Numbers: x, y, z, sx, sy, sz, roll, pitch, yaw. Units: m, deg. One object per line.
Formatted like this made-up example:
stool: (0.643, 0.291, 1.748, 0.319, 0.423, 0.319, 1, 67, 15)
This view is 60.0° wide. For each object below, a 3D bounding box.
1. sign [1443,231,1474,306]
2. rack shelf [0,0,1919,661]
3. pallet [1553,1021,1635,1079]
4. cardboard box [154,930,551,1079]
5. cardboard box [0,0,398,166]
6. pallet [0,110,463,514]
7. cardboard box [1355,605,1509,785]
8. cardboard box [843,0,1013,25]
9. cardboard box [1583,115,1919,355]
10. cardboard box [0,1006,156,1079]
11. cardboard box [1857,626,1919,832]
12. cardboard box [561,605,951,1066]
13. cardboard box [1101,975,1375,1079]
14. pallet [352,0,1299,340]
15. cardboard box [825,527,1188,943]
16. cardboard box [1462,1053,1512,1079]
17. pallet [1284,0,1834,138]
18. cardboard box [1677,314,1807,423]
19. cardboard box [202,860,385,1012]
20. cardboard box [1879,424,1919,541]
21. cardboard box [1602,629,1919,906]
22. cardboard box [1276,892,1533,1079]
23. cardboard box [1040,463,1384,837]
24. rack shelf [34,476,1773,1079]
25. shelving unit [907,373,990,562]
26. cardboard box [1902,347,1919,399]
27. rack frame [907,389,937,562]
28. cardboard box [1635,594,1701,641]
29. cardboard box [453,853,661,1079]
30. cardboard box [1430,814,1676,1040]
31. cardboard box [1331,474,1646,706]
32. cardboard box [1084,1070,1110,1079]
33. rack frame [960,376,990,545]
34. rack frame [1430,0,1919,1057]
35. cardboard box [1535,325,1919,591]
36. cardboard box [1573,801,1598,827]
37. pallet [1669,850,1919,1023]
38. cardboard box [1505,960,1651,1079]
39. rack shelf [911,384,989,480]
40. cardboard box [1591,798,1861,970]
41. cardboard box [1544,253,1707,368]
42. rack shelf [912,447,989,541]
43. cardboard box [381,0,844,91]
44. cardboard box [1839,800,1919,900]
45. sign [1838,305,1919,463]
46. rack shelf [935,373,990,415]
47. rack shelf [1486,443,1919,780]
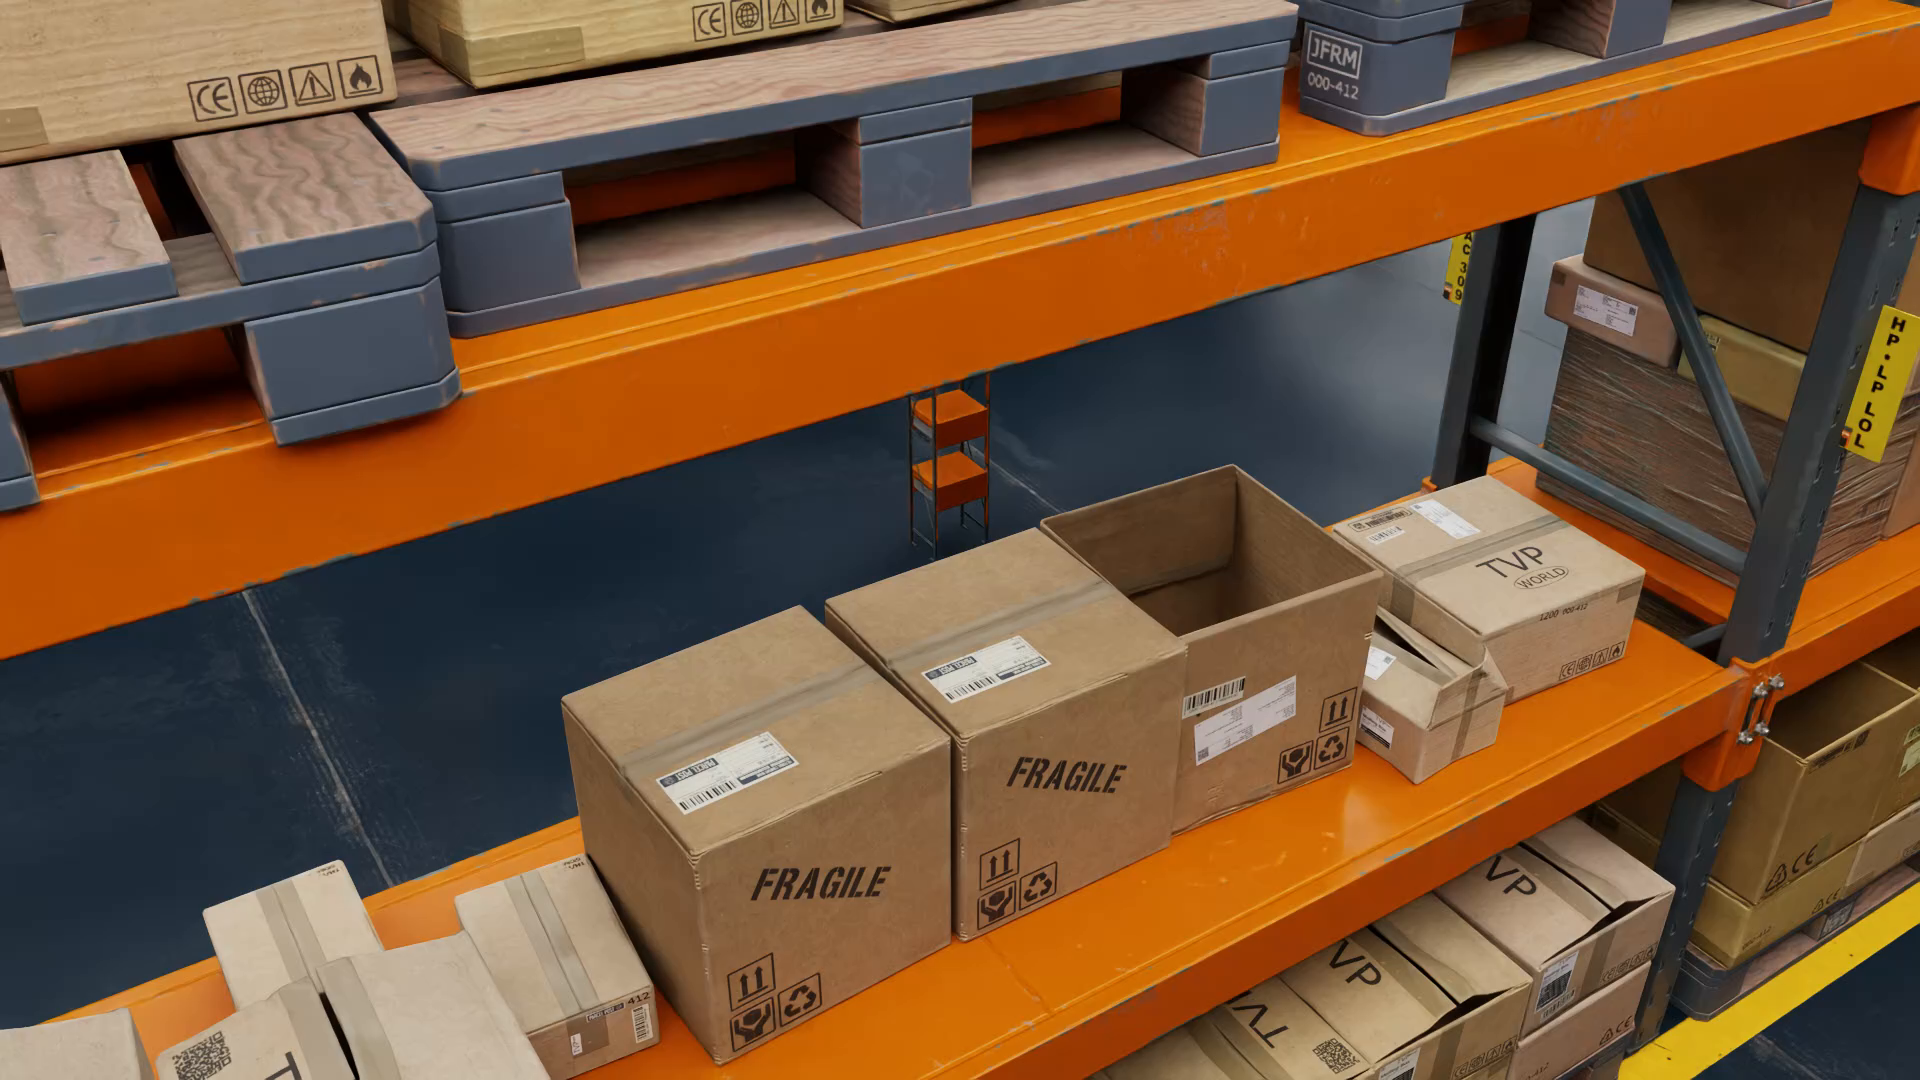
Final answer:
sign: (1.297, -0.753, 4.247, 0.005, 0.325, 0.100, -19, 37, -27)
rack shelf: (-0.082, -0.492, 2.581, 4.000, 0.370, 1.077, -19, 37, -27)
pallet: (1.001, 1.304, 4.484, 1.213, 0.211, 1.003, -19, 37, -27)
cardboard box: (-0.906, 0.917, 2.568, 0.500, 0.311, 0.500, -19, 37, -28)
cardboard box: (-0.981, -0.648, 1.901, 0.500, 0.250, 0.500, -18, 36, -26)
pallet: (-1.241, -0.374, 1.897, 1.003, 0.211, 1.213, -17, 36, -25)
cardboard box: (0.960, 0.288, 3.608, 0.258, 0.266, 0.396, -20, 37, -28)
cardboard box: (-0.041, -0.963, 2.401, 0.500, 0.250, 0.500, -22, 39, -31)
cardboard box: (1.969, -0.827, 3.941, 0.500, 0.500, 0.700, -19, 37, -27)
cardboard box: (-1.433, 1.003, 2.432, 0.500, 0.311, 0.500, -17, 36, -24)
cardboard box: (2.575, 0.421, 4.752, 0.500, 0.500, 0.500, -19, 37, -27)
cardboard box: (-0.361, 0.516, 3.026, 0.500, 0.500, 0.500, -21, 38, -30)
cardboard box: (0.560, 1.185, 3.718, 0.500, 0.311, 0.500, -19, 37, -27)
pallet: (-0.302, -0.699, 2.412, 1.213, 0.211, 1.003, -17, 36, -25)
cardboard box: (0.081, 0.364, 3.268, 0.500, 0.500, 0.500, -19, 37, -27)
cardboard box: (0.982, 1.275, 4.100, 0.500, 0.250, 0.500, -20, 37, -28)
pallet: (0.865, -1.032, 2.943, 1.217, 0.209, 0.805, -21, 38, -29)
cardboard box: (1.930, -0.413, 3.891, 0.250, 0.149, 0.380, -19, 37, -27)
cardboard box: (-1.156, 0.773, 2.948, 0.250, 0.149, 0.380, -19, 37, -27)
cardboard box: (2.409, -0.434, 4.533, 0.500, 0.500, 0.700, -19, 37, -28)
cardboard box: (2.159, 0.569, 4.517, 0.500, 0.500, 0.500, -19, 37, -27)
cardboard box: (0.980, 1.042, 3.945, 0.500, 0.311, 0.500, -18, 36, -26)
cardboard box: (0.502, 0.219, 3.497, 0.500, 0.500, 0.500, -16, 36, -24)
rack shelf: (-0.082, 0.777, 3.381, 4.000, 0.370, 1.077, -19, 37, -27)
shelving unit: (-0.045, -0.429, 6.445, 0.252, 1.050, 0.215, -19, 37, -27)
cardboard box: (2.141, -0.485, 4.006, 0.250, 0.149, 0.380, -18, 37, -27)
rack frame: (-0.148, -0.393, 6.390, 0.008, 1.050, 0.200, -19, 37, -27)
cardboard box: (2.297, 0.191, 5.116, 0.500, 0.500, 0.500, -19, 37, -27)
cardboard box: (-0.721, 0.763, 2.964, 0.250, 0.149, 0.380, -16, 36, -24)
cardboard box: (1.414, 0.888, 4.188, 0.500, 0.311, 0.500, -19, 37, -27)
cardboard box: (1.209, 0.120, 3.889, 0.500, 0.250, 0.500, -17, 36, -24)
cardboard box: (0.135, 1.328, 3.491, 0.500, 0.311, 0.500, -19, 37, -28)
rack frame: (0.058, -0.464, 6.501, 0.008, 1.050, 0.200, -19, 37, -27)
rack frame: (1.599, -0.105, 4.106, 0.127, 3.000, 1.000, -19, 37, -27)
cardboard box: (1.969, -0.279, 4.287, 0.500, 0.500, 0.700, -20, 37, -28)
cardboard box: (1.871, 0.648, 5.095, 0.500, 0.250, 0.500, -19, 37, -27)
pallet: (2.290, 0.863, 5.184, 1.213, 0.211, 1.003, -19, 37, -27)
cardboard box: (1.408, 1.130, 4.331, 0.500, 0.250, 0.500, -19, 37, -28)
rack shelf: (-0.045, -0.420, 6.451, 0.240, 0.259, 0.215, -19, 37, -27)
cardboard box: (2.153, 0.882, 4.724, 0.500, 0.250, 0.500, -19, 37, -27)
cardboard box: (1.712, -0.597, 4.183, 0.250, 0.149, 0.380, -19, 37, -27)
rack shelf: (-0.045, -0.185, 6.599, 0.240, 0.259, 0.215, -19, 37, -27)
cardboard box: (-0.494, -0.808, 2.155, 0.500, 0.250, 0.500, -20, 37, -28)
cardboard box: (2.576, 0.740, 4.950, 0.500, 0.250, 0.500, -19, 37, -27)
sign: (1.902, -0.321, 3.436, 0.005, 0.325, 0.100, -19, 37, -27)
rack shelf: (-0.045, -0.660, 6.300, 0.240, 0.259, 0.215, -19, 37, -27)
rack shelf: (3.280, -0.379, 5.214, 4.000, 0.370, 1.077, -19, 37, -27)
